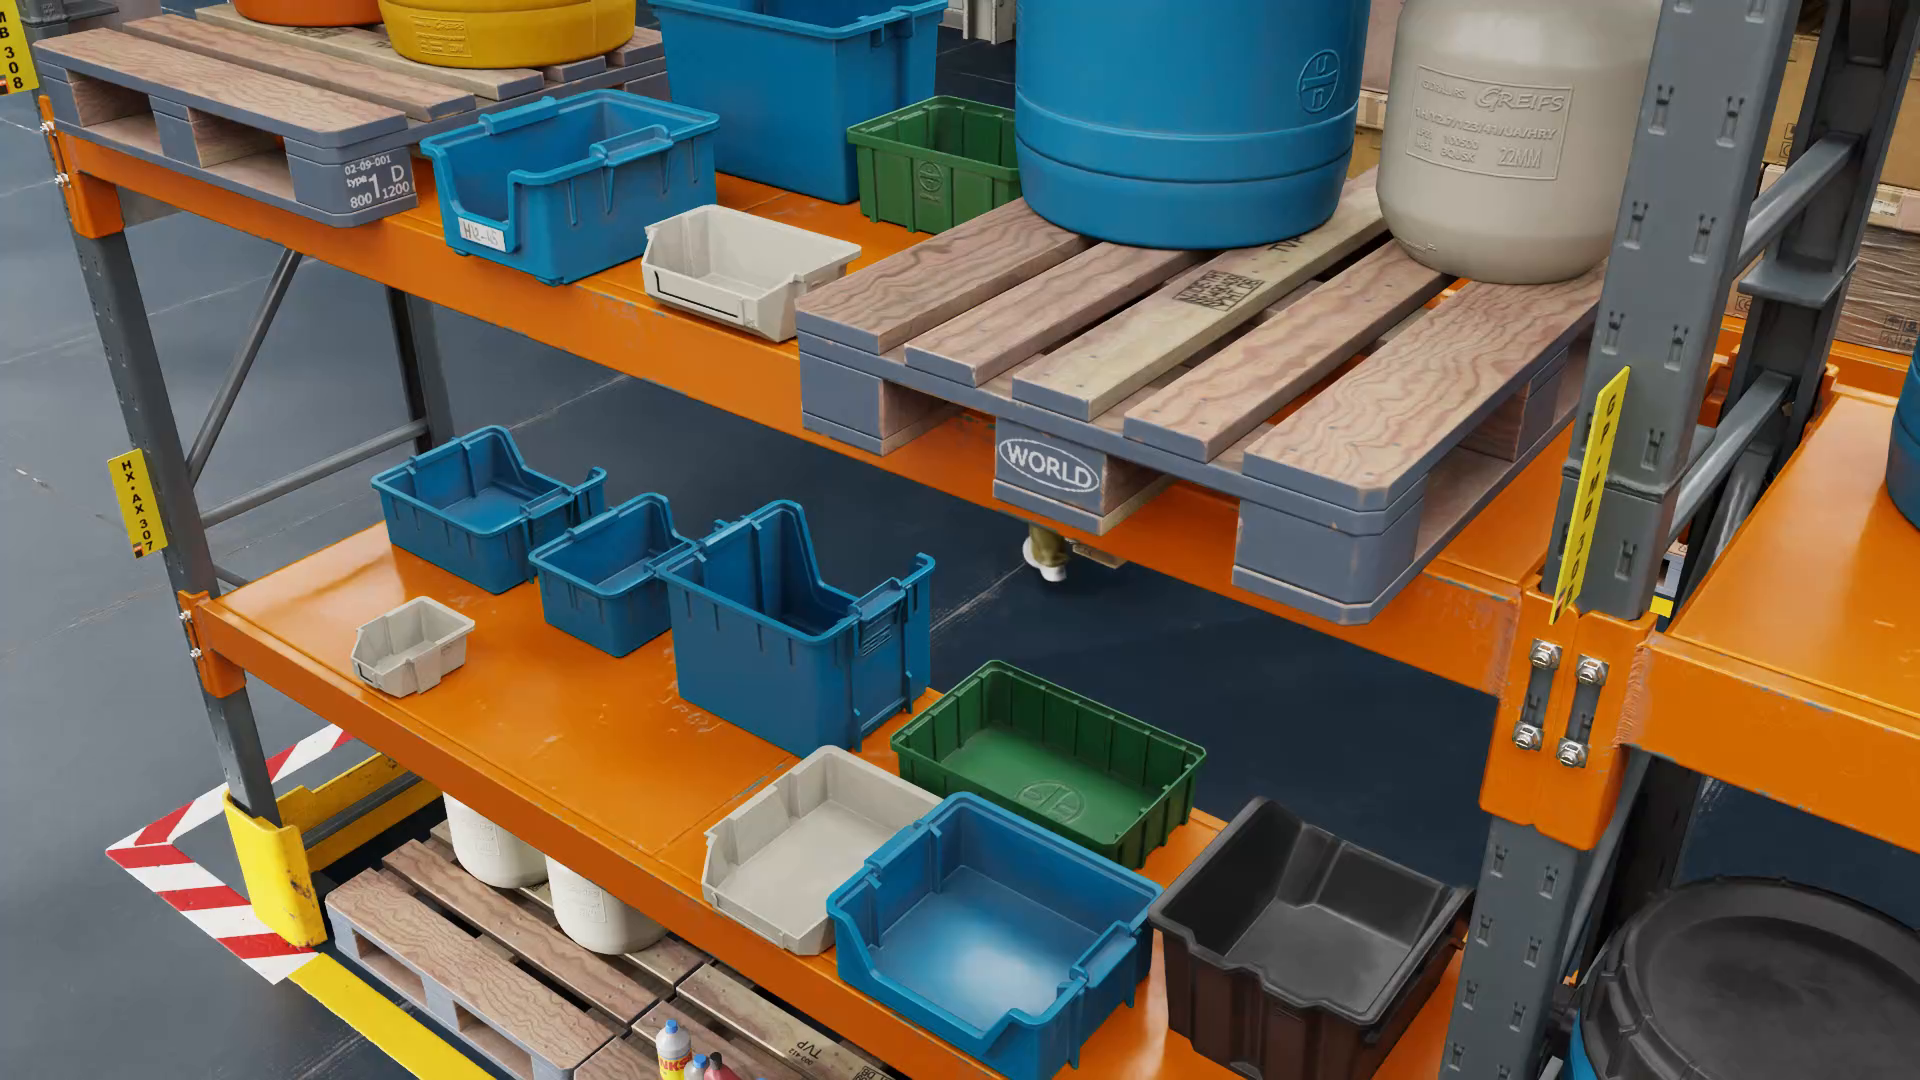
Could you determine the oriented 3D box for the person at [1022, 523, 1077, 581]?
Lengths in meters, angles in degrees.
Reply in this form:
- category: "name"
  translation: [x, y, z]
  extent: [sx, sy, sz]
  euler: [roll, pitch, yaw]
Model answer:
- category: "person"
  translation: [0.333, -0.684, 7.259]
  extent: [0.654, 1.765, 0.591]
  euler: [-8, 32, -14]
